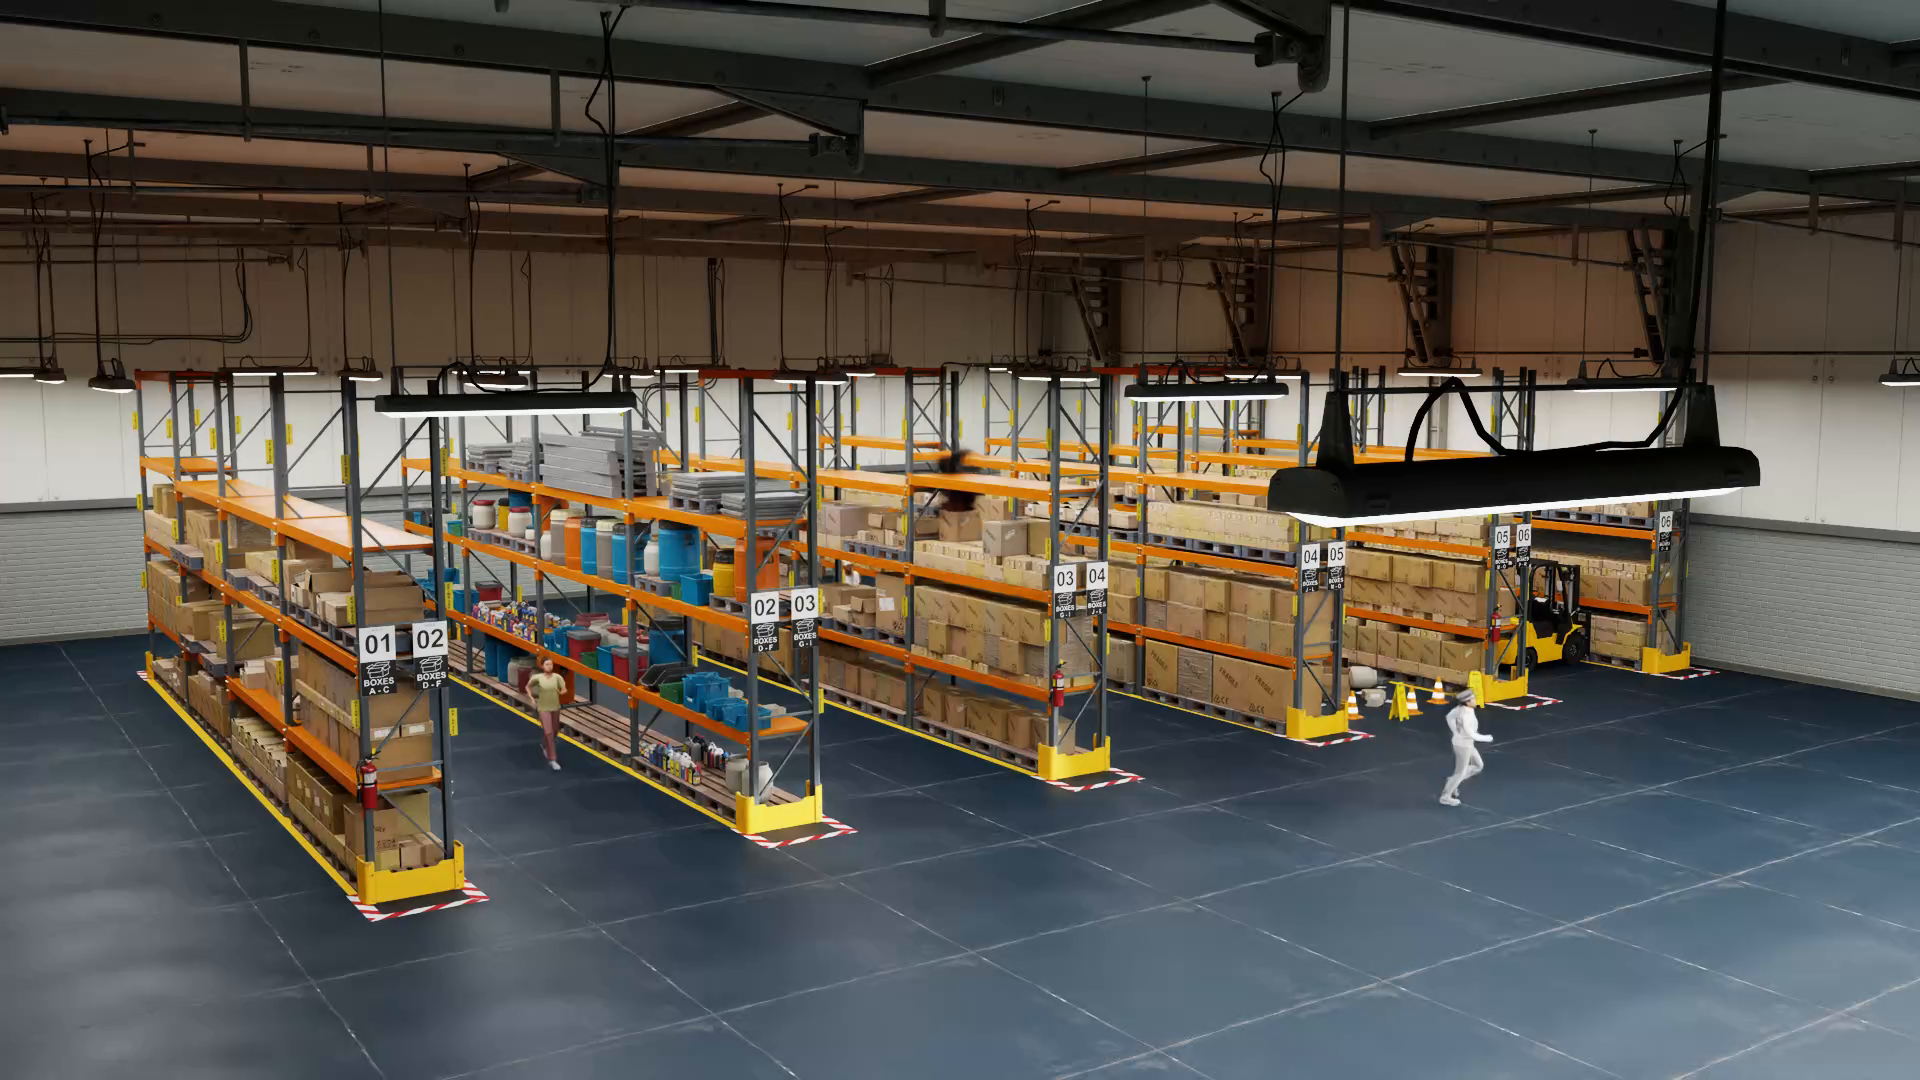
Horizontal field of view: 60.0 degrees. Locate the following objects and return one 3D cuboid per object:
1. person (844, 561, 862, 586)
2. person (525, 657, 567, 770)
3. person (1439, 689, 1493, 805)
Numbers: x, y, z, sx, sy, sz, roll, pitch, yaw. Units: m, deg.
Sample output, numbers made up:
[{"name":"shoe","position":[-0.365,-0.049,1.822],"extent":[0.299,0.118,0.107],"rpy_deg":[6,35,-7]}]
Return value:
[{"name":"person","position":[-2.411,1.311,36.855],"extent":[0.690,1.739,0.525],"rpy_deg":[-3,7,-28]},{"name":"person","position":[-6.293,2.607,25.455],"extent":[0.573,1.659,0.964],"rpy_deg":[-4,8,-34]},{"name":"person","position":[7.085,2.877,23.282],"extent":[0.699,1.648,0.635],"rpy_deg":[1,7,9]}]
